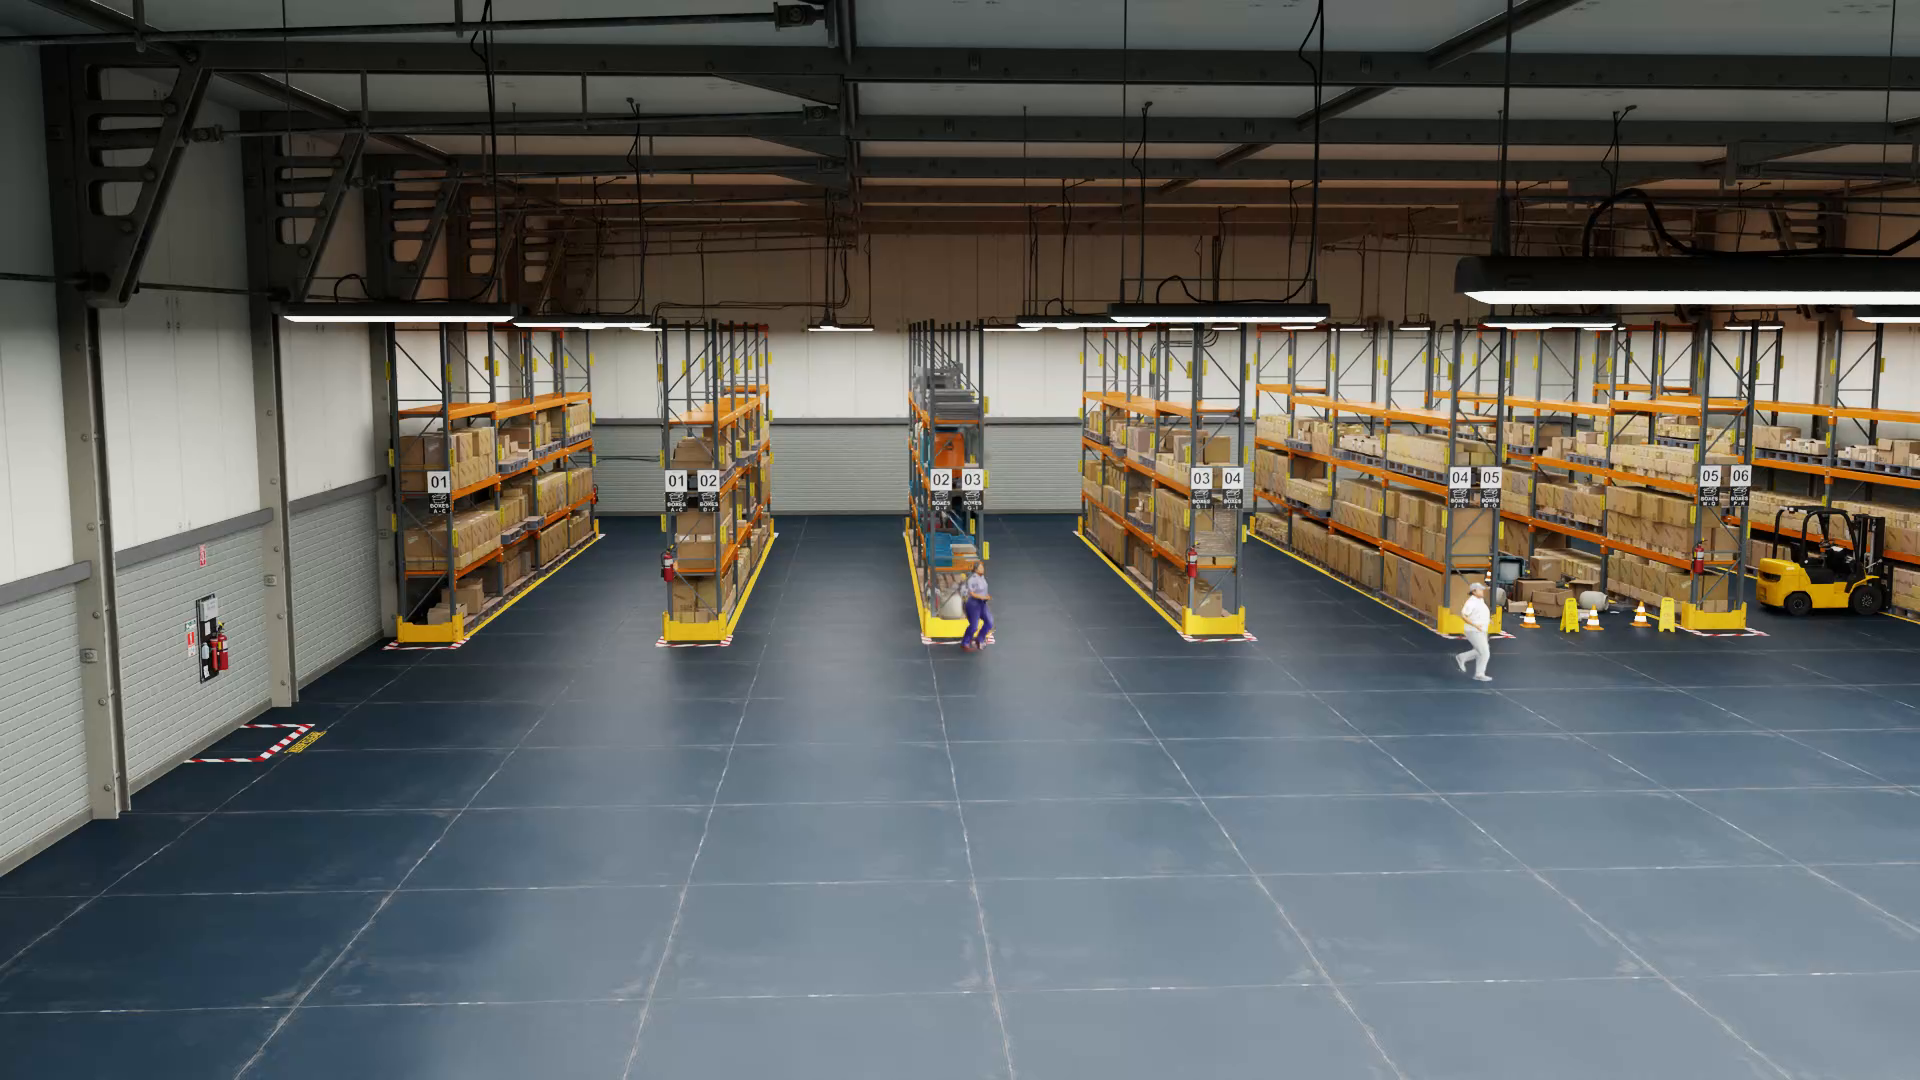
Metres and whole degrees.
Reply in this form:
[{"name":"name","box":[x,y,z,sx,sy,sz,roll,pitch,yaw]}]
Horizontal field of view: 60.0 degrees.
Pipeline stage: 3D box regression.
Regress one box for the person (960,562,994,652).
[{"name":"person","box":[0.346,1.227,30.036,0.659,1.676,0.628,4,8,30]}]

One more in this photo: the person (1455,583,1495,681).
[{"name":"person","box":[8.548,1.510,27.659,0.687,1.621,0.613,5,9,37]}]

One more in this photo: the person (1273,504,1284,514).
[{"name":"person","box":[9.505,-1.214,49.267,0.931,1.711,0.715,0,7,2]}]
